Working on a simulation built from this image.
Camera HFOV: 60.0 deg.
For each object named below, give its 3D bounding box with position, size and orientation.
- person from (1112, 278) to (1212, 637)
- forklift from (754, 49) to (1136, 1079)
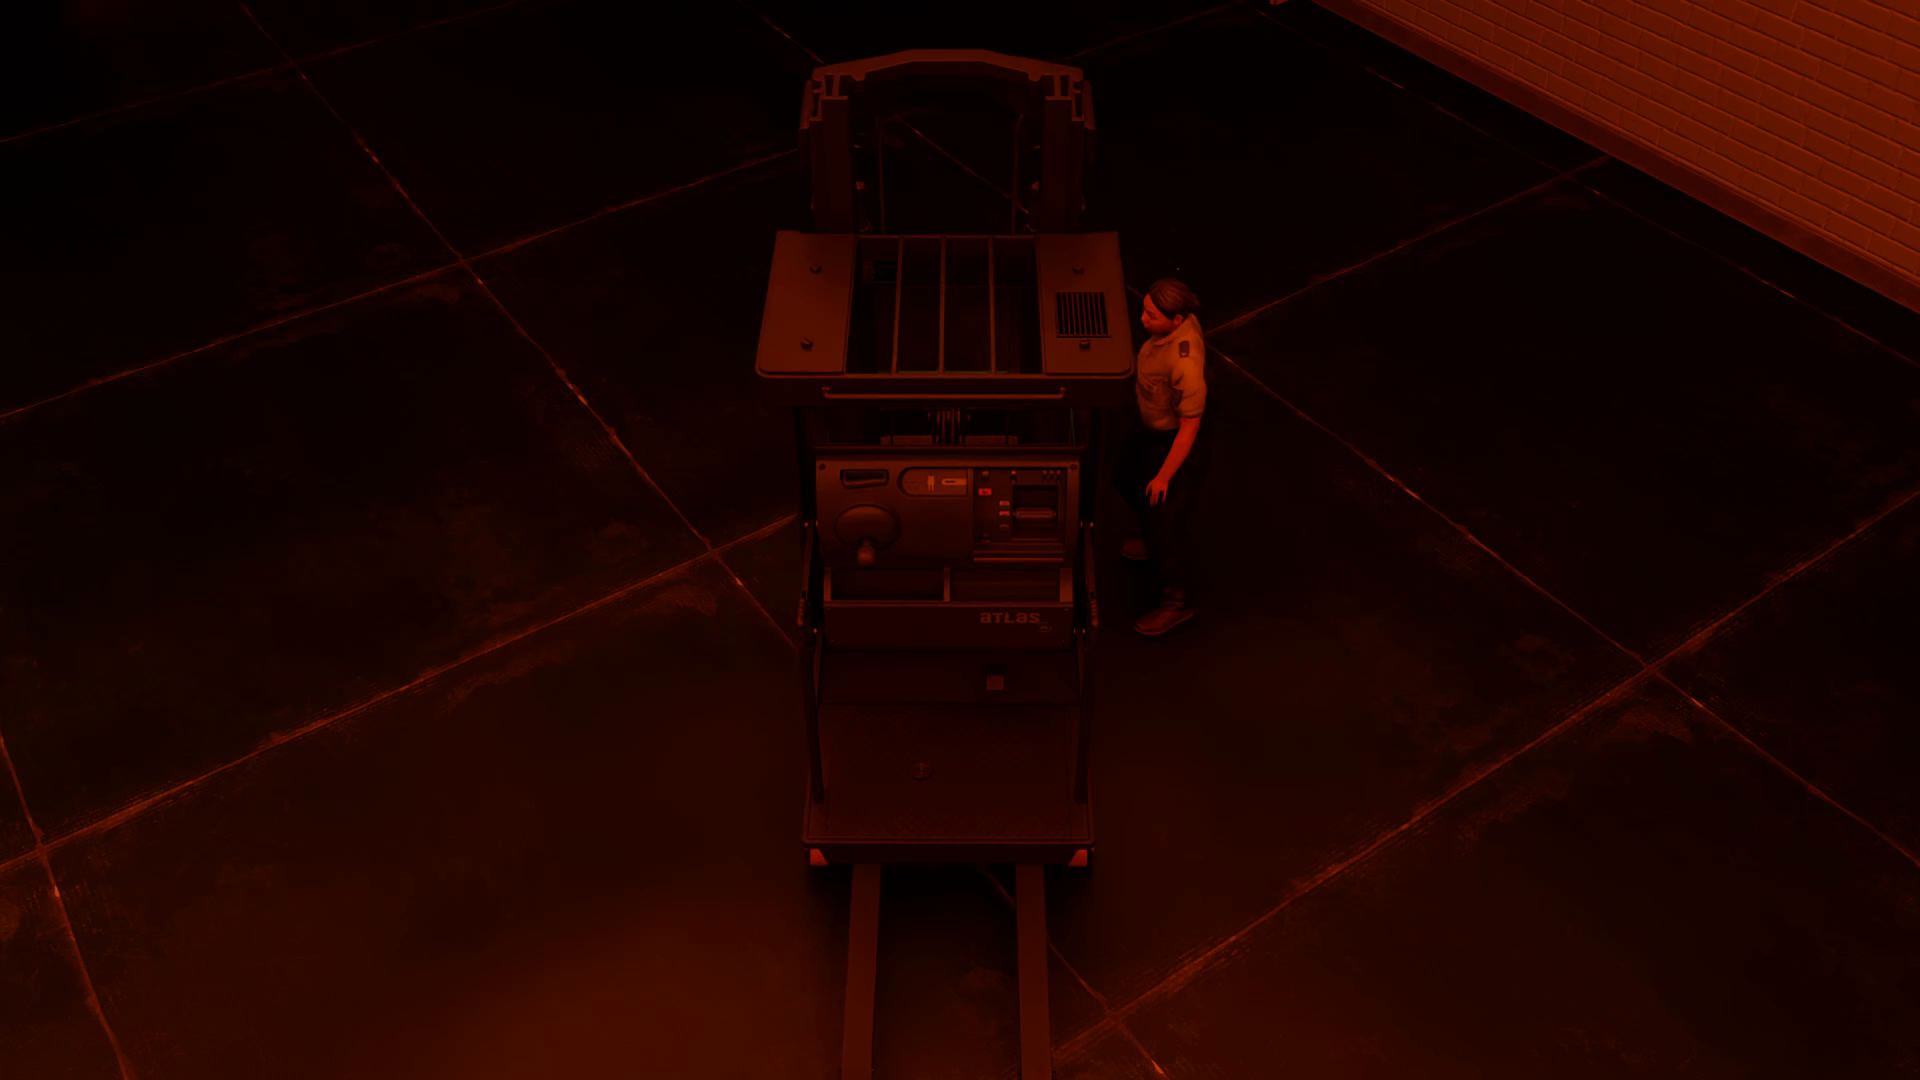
[{"bbox_3d":[0.882,-0.413,7.127,0.383,1.628,0.740,-1,43,-1],"label":"person"},{"bbox_3d":[-0.041,-0.019,5.736,1.130,2.935,3.031,0,43,0],"label":"forklift"}]
